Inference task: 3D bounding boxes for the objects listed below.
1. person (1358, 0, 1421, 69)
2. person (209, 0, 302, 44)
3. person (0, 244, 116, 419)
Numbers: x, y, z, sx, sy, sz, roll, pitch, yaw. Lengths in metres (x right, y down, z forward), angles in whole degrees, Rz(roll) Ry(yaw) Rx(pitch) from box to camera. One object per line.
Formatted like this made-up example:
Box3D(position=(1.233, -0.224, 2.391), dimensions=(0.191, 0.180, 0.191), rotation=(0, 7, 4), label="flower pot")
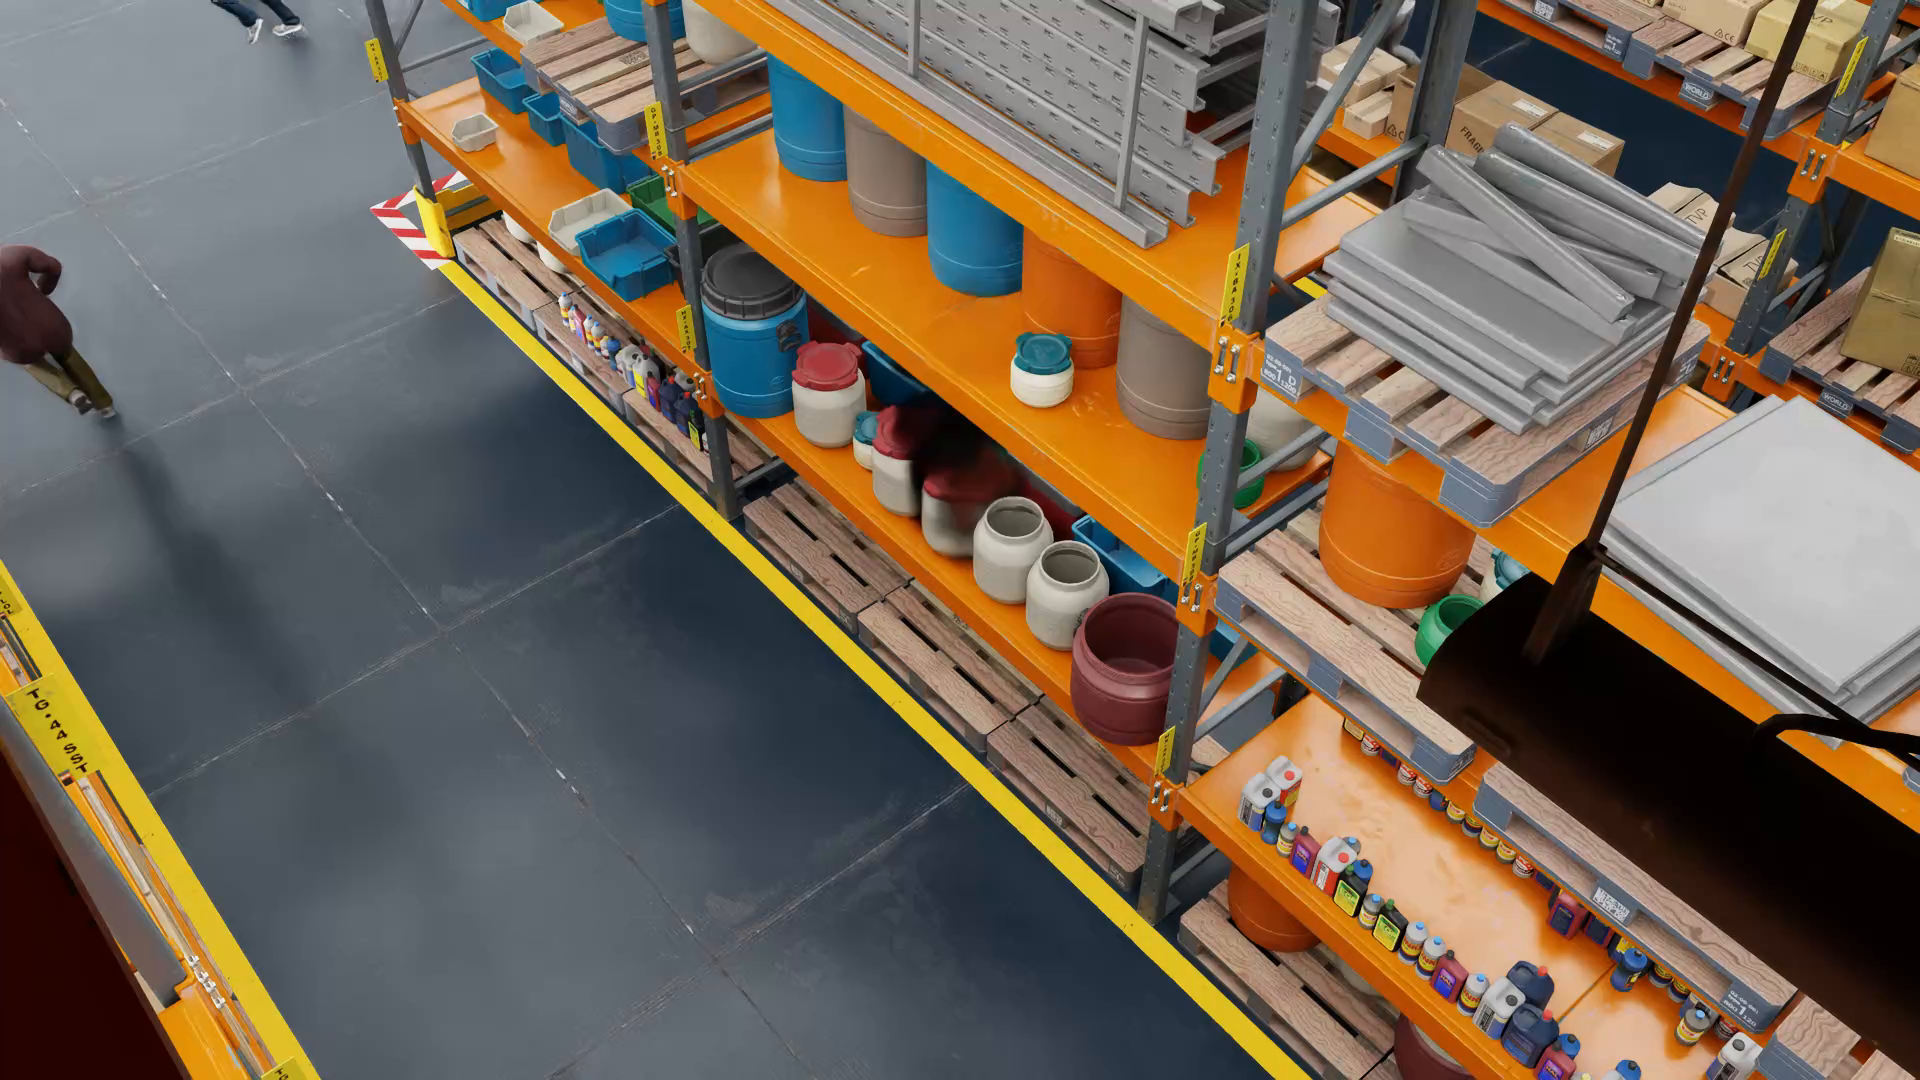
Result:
Box3D(position=(3.714, -4.454, 14.065), dimensions=(0.869, 1.691, 0.563), rotation=(26, 52, 23), label="person")
Box3D(position=(-6.443, -5.114, 14.723), dimensions=(0.789, 1.552, 0.551), rotation=(-7, 47, -7), label="person")
Box3D(position=(-6.306, -1.433, 11.176), dimensions=(0.561, 1.726, 0.771), rotation=(30, 53, 25), label="person")
